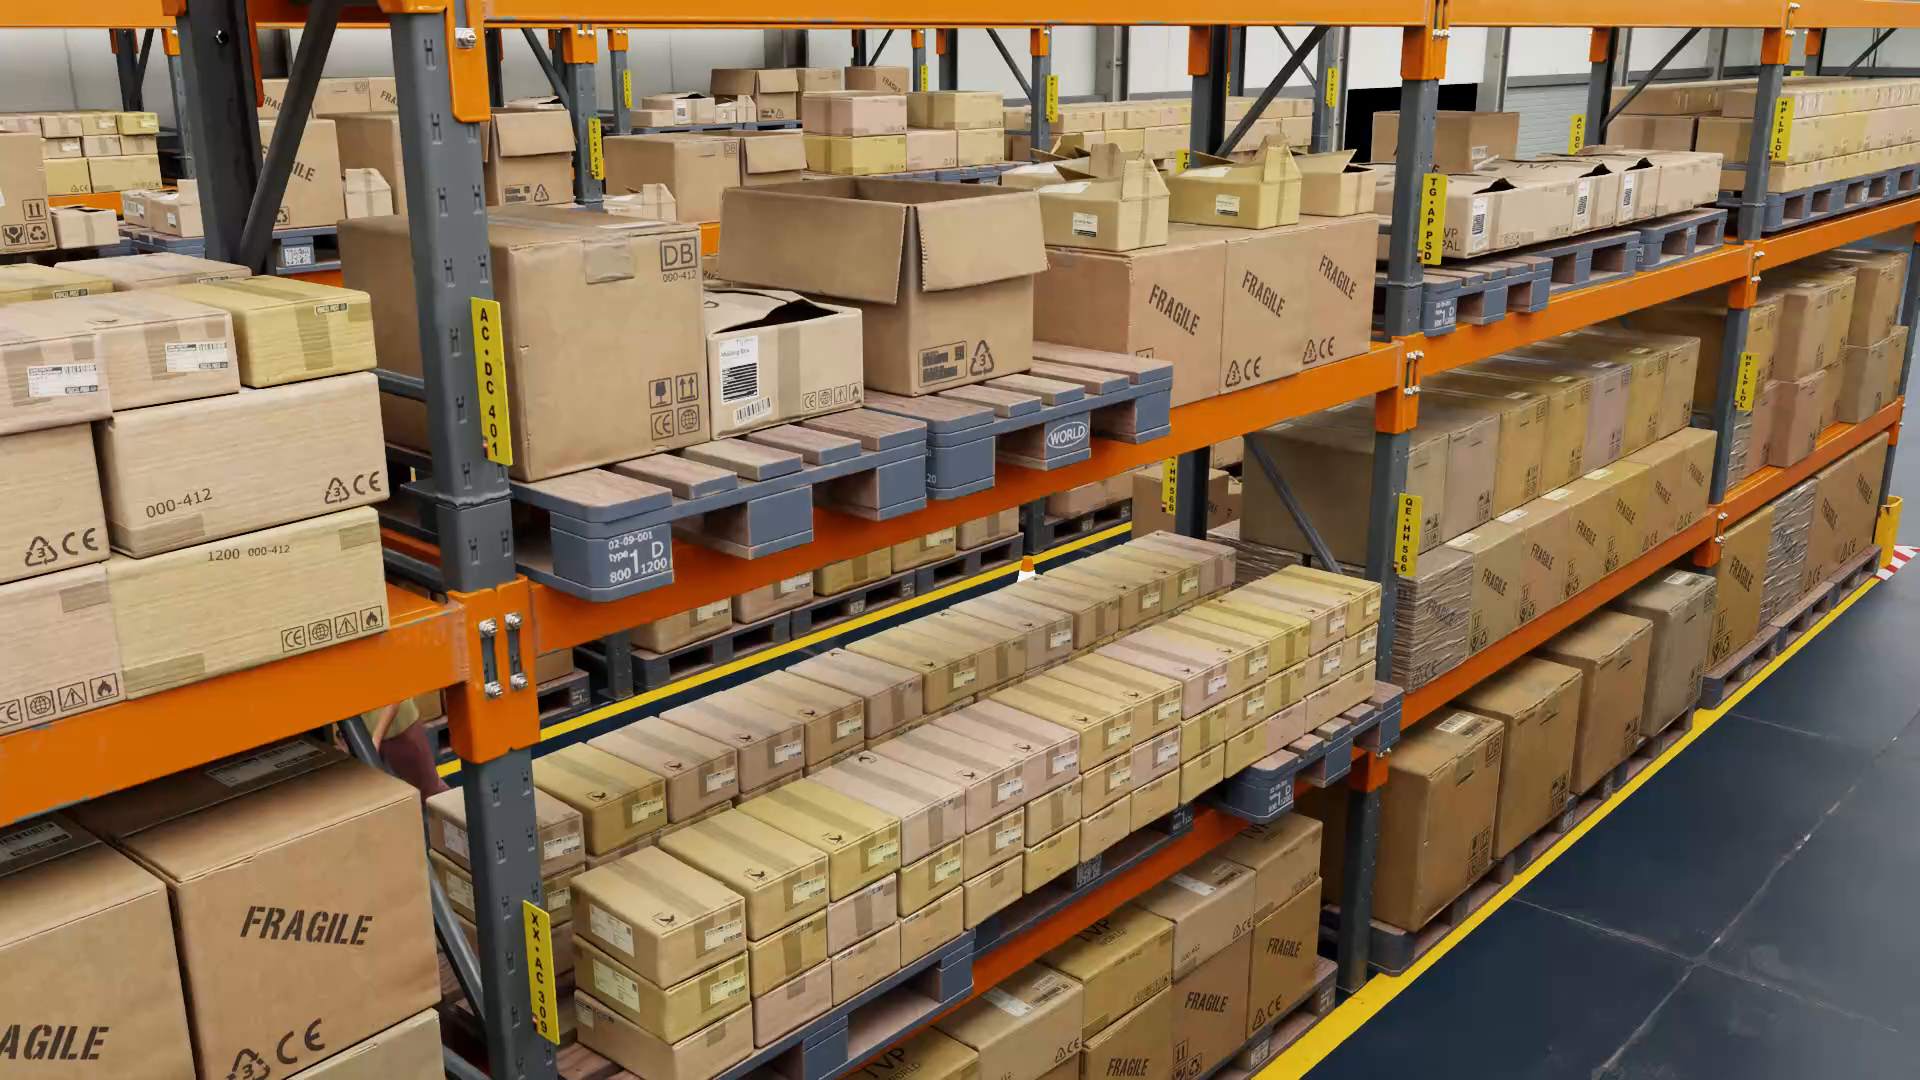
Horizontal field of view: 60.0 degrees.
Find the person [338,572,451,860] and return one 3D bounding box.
[{"bbox_3d":[-2.723,0.874,7.653,0.468,1.614,0.987,15,22,40],"label":"person"}]
